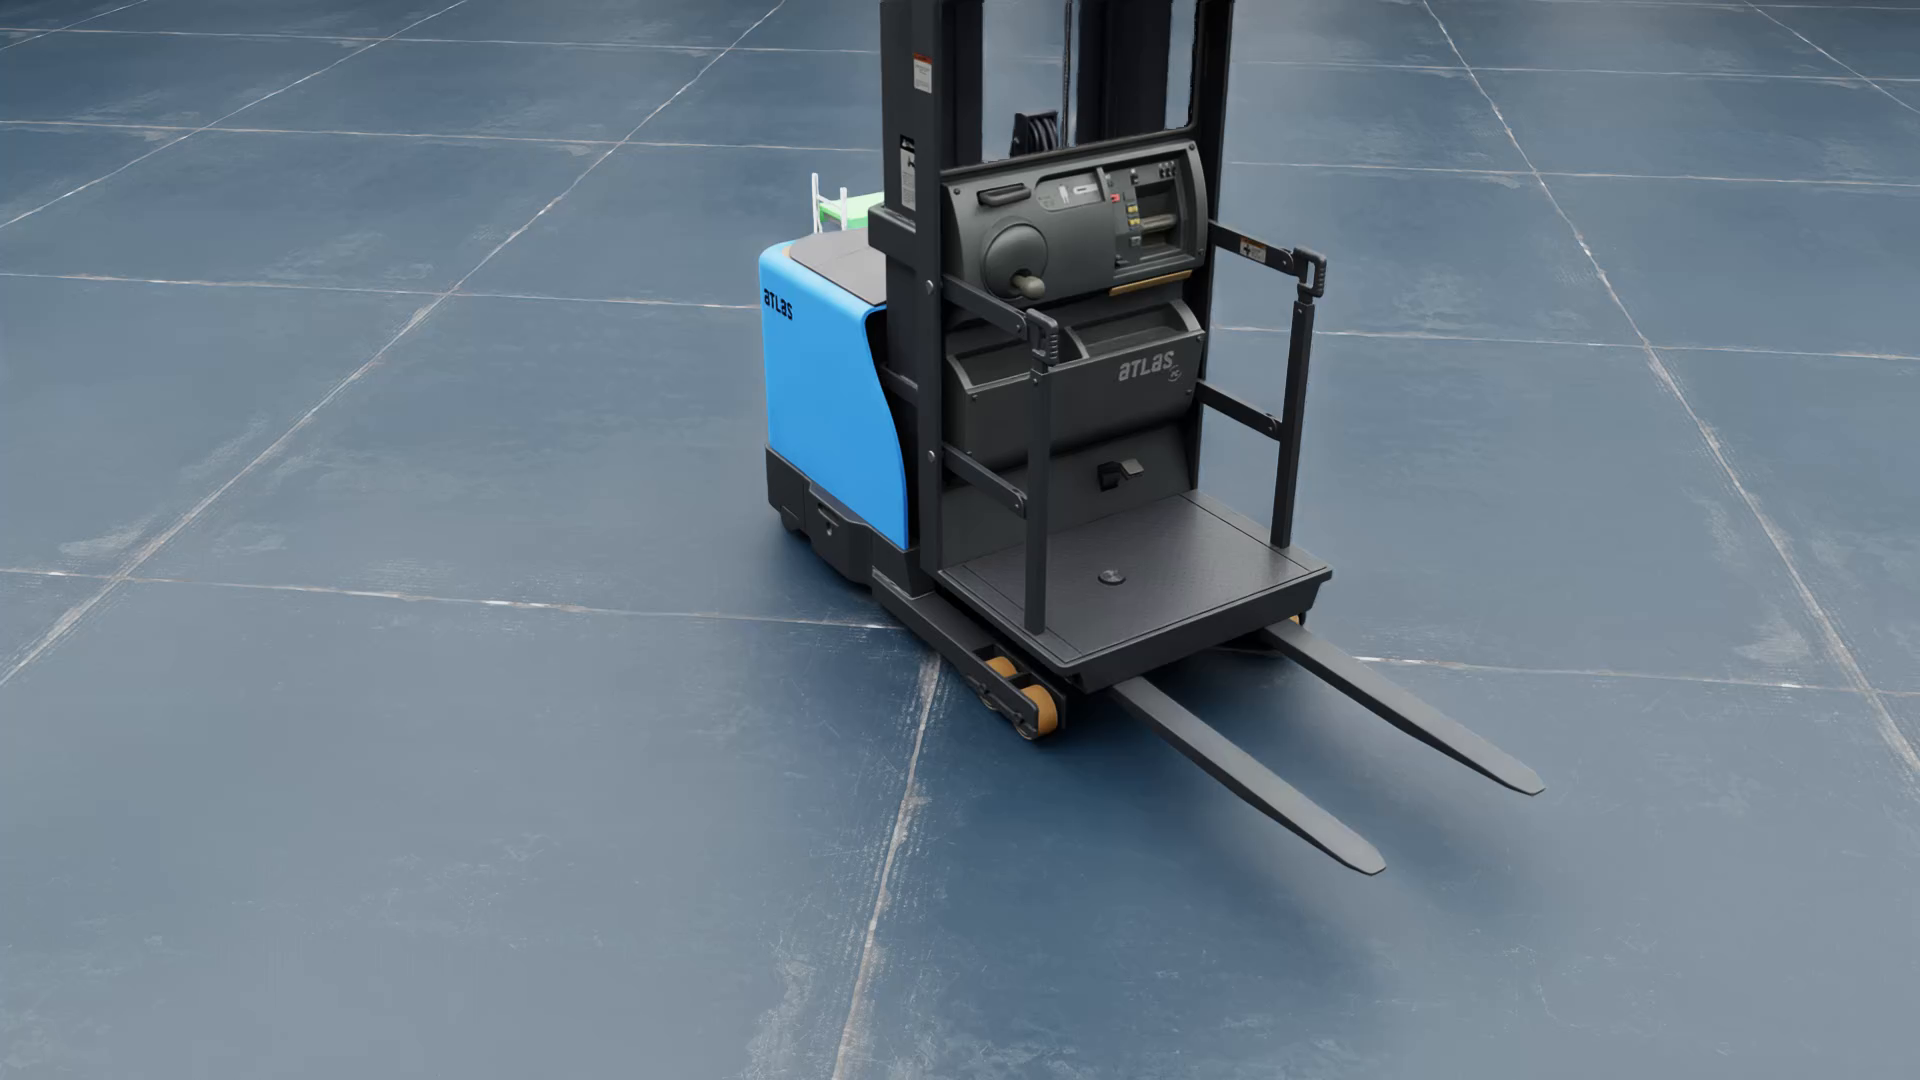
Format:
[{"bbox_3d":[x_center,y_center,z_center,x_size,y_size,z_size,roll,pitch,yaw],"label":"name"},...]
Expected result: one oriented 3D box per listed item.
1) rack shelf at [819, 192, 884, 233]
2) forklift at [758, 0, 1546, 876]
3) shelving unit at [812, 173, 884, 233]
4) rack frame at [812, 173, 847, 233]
[{"bbox_3d":[-0.285,-1.241,6.410,0.480,0.148,0.258,-17,33,-29],"label":"rack shelf"},{"bbox_3d":[0.491,-0.934,4.894,1.130,2.935,3.031,-17,33,-29],"label":"forklift"},{"bbox_3d":[-0.285,-0.874,6.607,0.503,1.200,0.258,-17,33,-29],"label":"shelving unit"},{"bbox_3d":[-0.489,-0.811,6.490,0.015,1.200,0.240,-17,33,-29],"label":"rack frame"}]
